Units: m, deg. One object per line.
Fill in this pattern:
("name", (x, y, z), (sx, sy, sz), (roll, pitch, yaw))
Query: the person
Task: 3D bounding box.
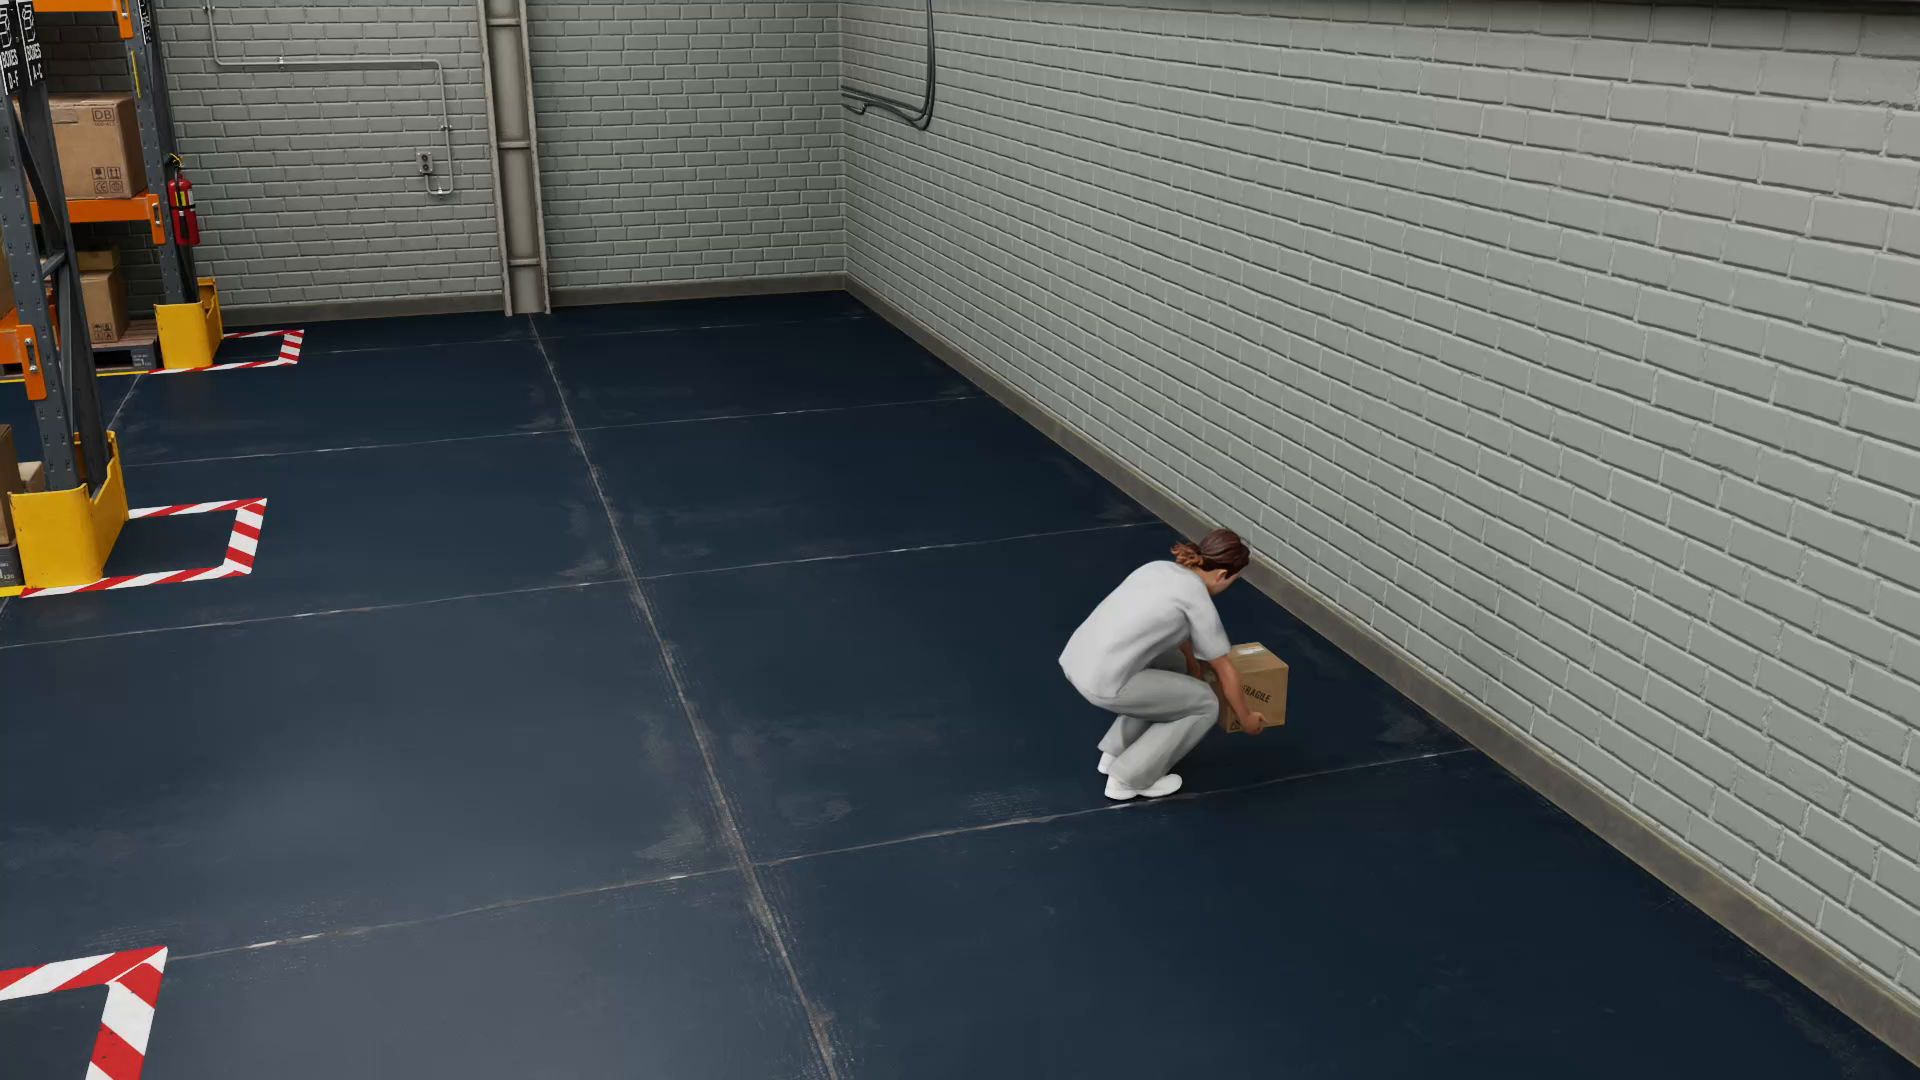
("person", (0.763, 0.459, 6.343), (0.795, 0.964, 0.485), (-6, 20, -17))
